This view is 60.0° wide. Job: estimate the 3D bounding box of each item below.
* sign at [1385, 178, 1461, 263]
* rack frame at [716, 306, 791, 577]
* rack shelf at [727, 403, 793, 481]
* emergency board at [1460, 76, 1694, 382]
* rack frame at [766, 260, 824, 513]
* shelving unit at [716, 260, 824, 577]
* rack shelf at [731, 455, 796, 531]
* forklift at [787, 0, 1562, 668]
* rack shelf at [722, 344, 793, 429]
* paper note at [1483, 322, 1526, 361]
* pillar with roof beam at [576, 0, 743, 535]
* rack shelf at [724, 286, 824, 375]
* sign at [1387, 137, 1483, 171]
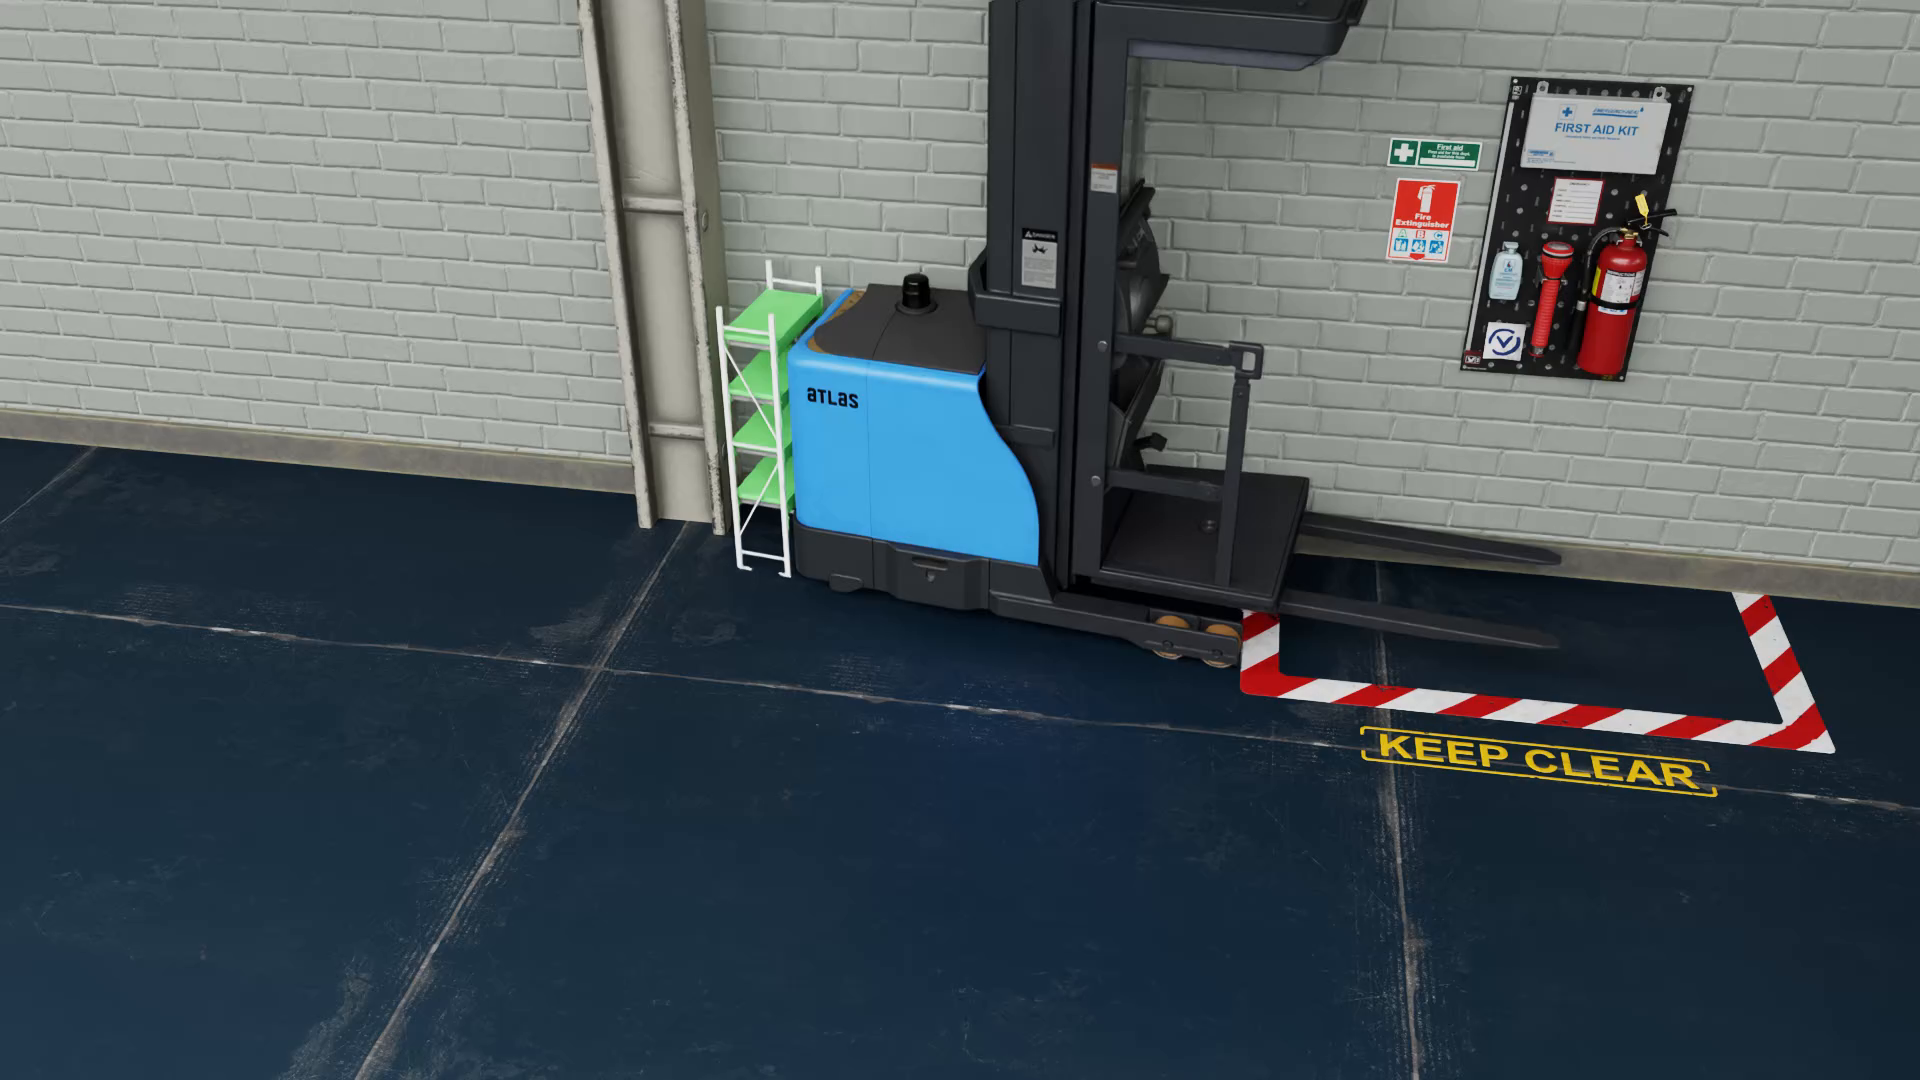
[{"bbox_3d":[1.761,-1.215,6.330,0.234,0.329,0.001,5,32,8],"label":"sign"},{"bbox_3d":[-0.827,-0.374,6.716,0.240,1.200,0.015,10,33,15],"label":"rack frame"},{"bbox_3d":[-0.754,-0.443,6.948,0.258,0.148,0.480,10,33,15],"label":"rack shelf"},{"bbox_3d":[2.288,-1.096,6.174,0.643,1.169,0.194,5,32,8],"label":"emergency board"},{"bbox_3d":[-0.680,-0.621,7.111,0.240,1.200,0.015,10,33,15],"label":"rack frame"},{"bbox_3d":[-0.754,-0.497,6.914,0.258,1.200,0.503,10,33,15],"label":"shelving unit"},{"bbox_3d":[-0.754,-0.240,7.075,0.258,0.148,0.480,10,33,15],"label":"rack shelf"},{"bbox_3d":[0.890,-1.063,6.186,3.031,2.935,1.130,10,33,15],"label":"forklift"},{"bbox_3d":[-0.754,-0.647,6.820,0.258,0.148,0.480,10,33,15],"label":"rack shelf"},{"bbox_3d":[2.125,-0.775,6.491,0.142,0.148,0.016,5,32,8],"label":"paper note"},{"bbox_3d":[-1.921,-1.683,1.457,0.400,9.000,9.100,5,32,8],"label":"pillar with roof beam"},{"bbox_3d":[-0.754,-0.850,6.693,0.258,0.148,0.480,10,33,15],"label":"rack shelf"},{"bbox_3d":[1.764,-1.434,6.181,0.331,0.109,0.001,5,32,8],"label":"sign"}]
